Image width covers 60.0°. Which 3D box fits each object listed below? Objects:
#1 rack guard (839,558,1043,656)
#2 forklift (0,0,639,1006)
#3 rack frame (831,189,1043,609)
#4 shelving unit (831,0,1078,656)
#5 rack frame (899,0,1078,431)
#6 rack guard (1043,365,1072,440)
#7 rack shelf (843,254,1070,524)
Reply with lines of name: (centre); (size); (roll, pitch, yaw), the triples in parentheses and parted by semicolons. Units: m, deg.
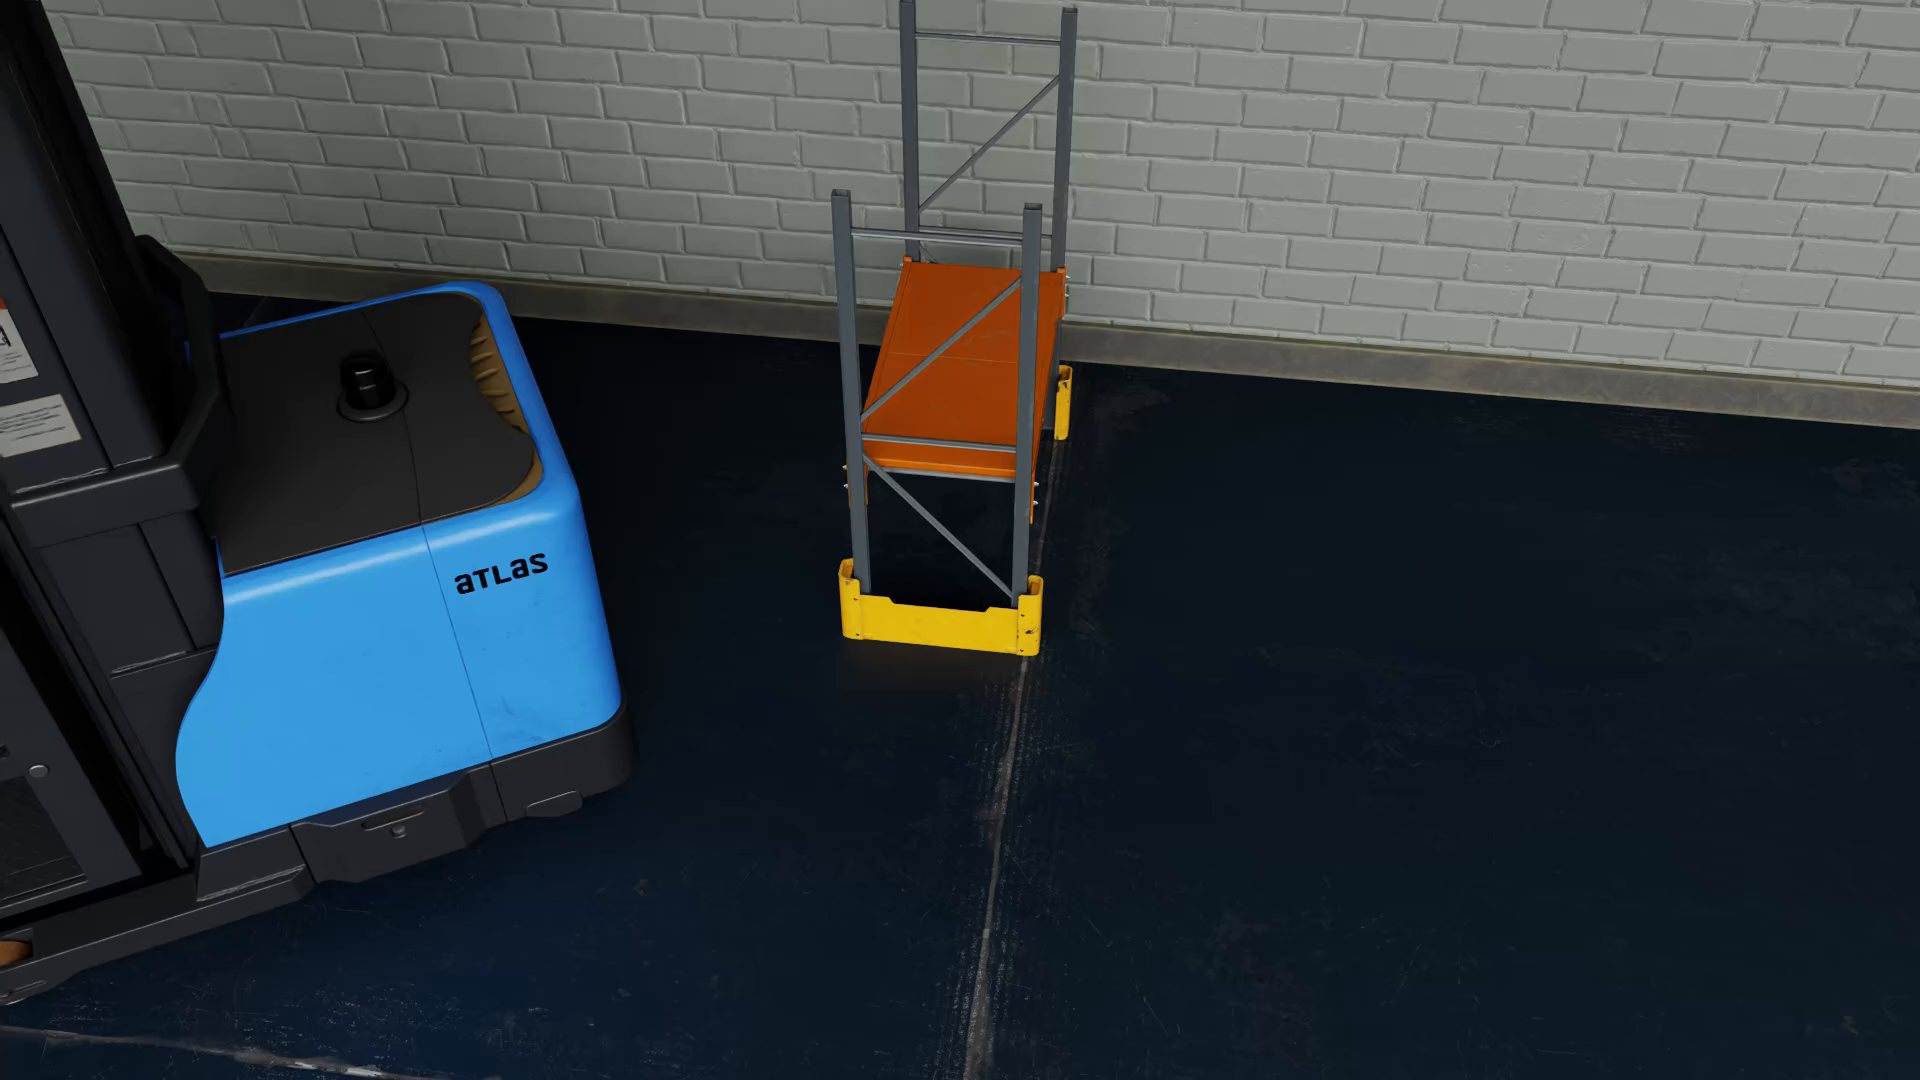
rack guard: (-0.056, 0.197, 4.860); (0.587, 0.250, 0.087); (5, 44, 6)
forklift: (-2.436, -0.294, 3.429); (3.031, 2.935, 1.130); (-16, 46, -17)
rack frame: (-0.056, -0.256, 4.430); (0.500, 1.500, 0.032); (5, 44, 6)
shelving unit: (0.010, -0.597, 4.789); (0.587, 1.500, 1.083); (5, 44, 6)
rack frame: (0.078, -0.949, 5.162); (0.500, 1.500, 0.032); (5, 44, 6)
rack guard: (0.076, -0.482, 5.577); (0.587, 0.250, 0.087); (5, 44, 6)
rack shelf: (0.011, -0.472, 4.919); (0.538, 0.185, 1.000); (5, 44, 6)
